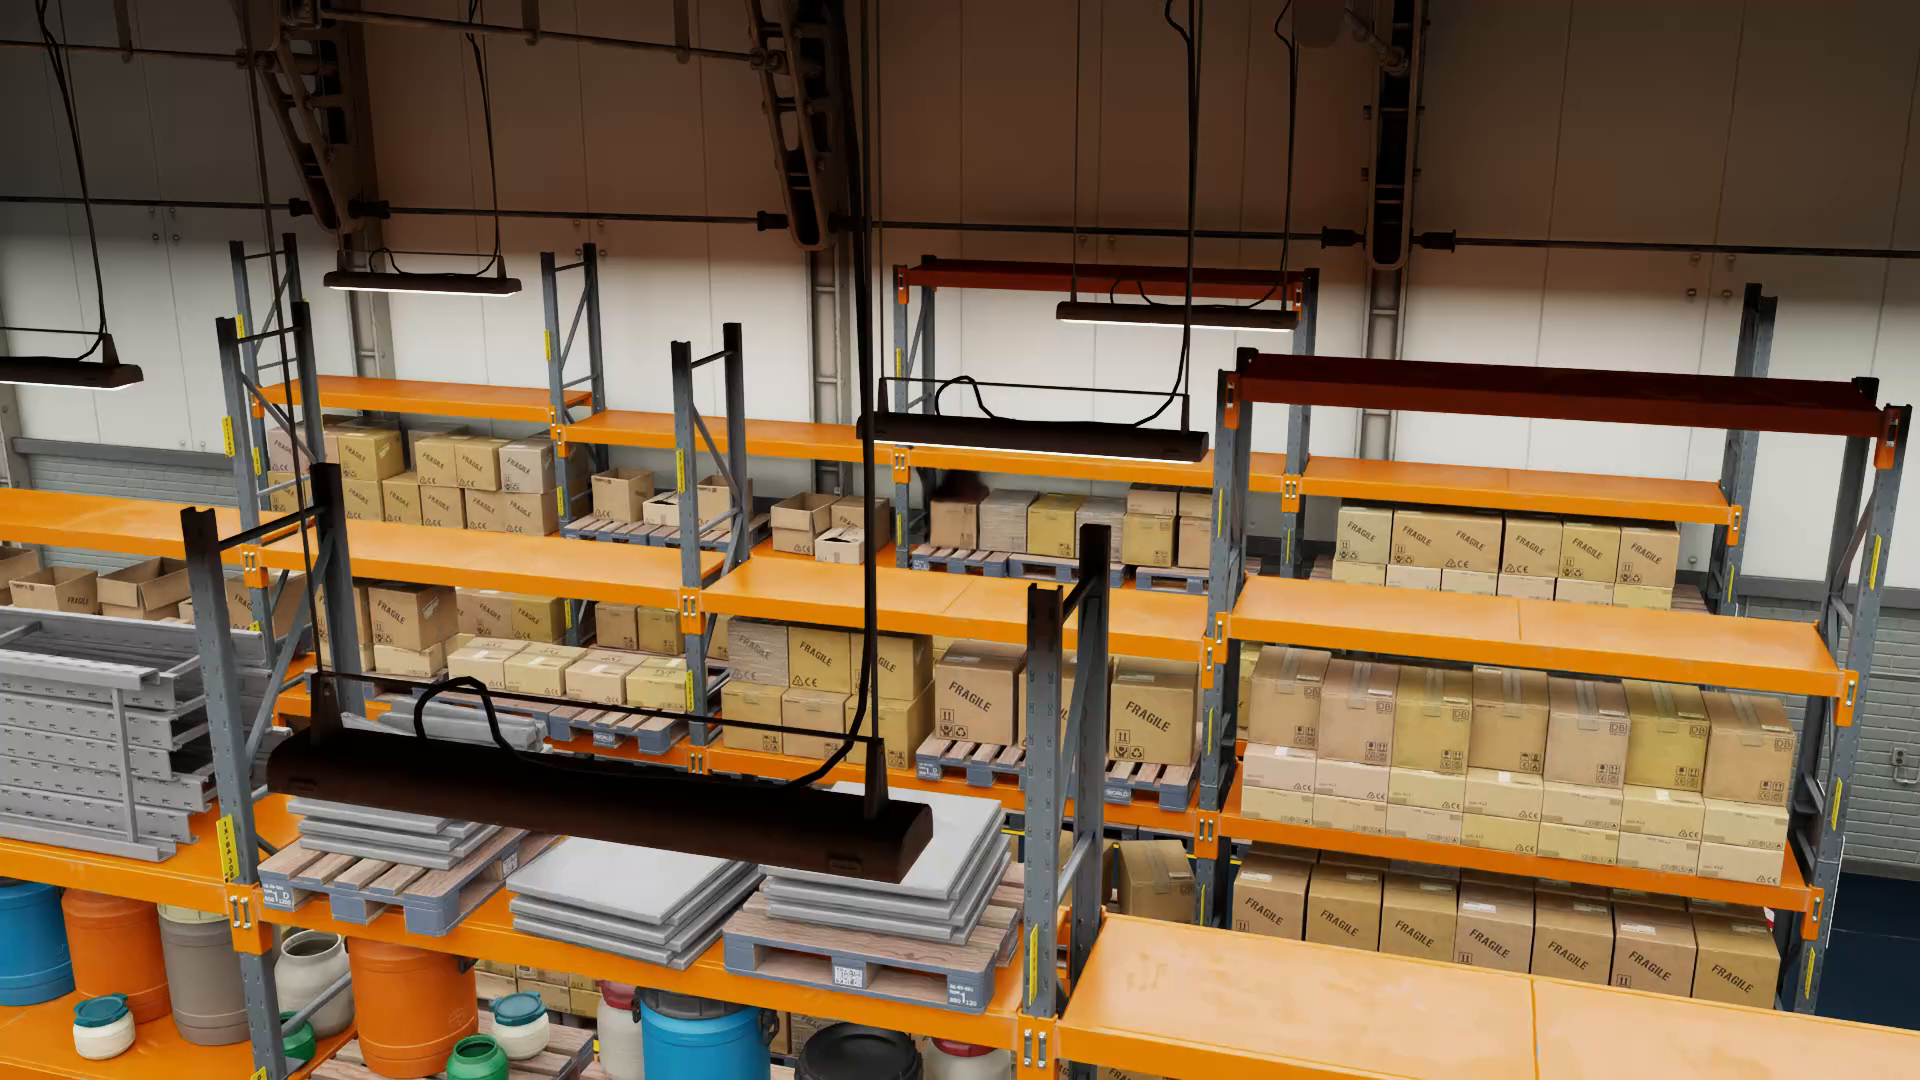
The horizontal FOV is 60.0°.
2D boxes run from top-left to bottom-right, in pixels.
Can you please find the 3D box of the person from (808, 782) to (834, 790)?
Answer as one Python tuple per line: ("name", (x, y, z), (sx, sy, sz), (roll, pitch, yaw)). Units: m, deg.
("person", (-1.279, 2.340, 16.733), (0.587, 1.785, 0.439), (-3, 16, -10))
